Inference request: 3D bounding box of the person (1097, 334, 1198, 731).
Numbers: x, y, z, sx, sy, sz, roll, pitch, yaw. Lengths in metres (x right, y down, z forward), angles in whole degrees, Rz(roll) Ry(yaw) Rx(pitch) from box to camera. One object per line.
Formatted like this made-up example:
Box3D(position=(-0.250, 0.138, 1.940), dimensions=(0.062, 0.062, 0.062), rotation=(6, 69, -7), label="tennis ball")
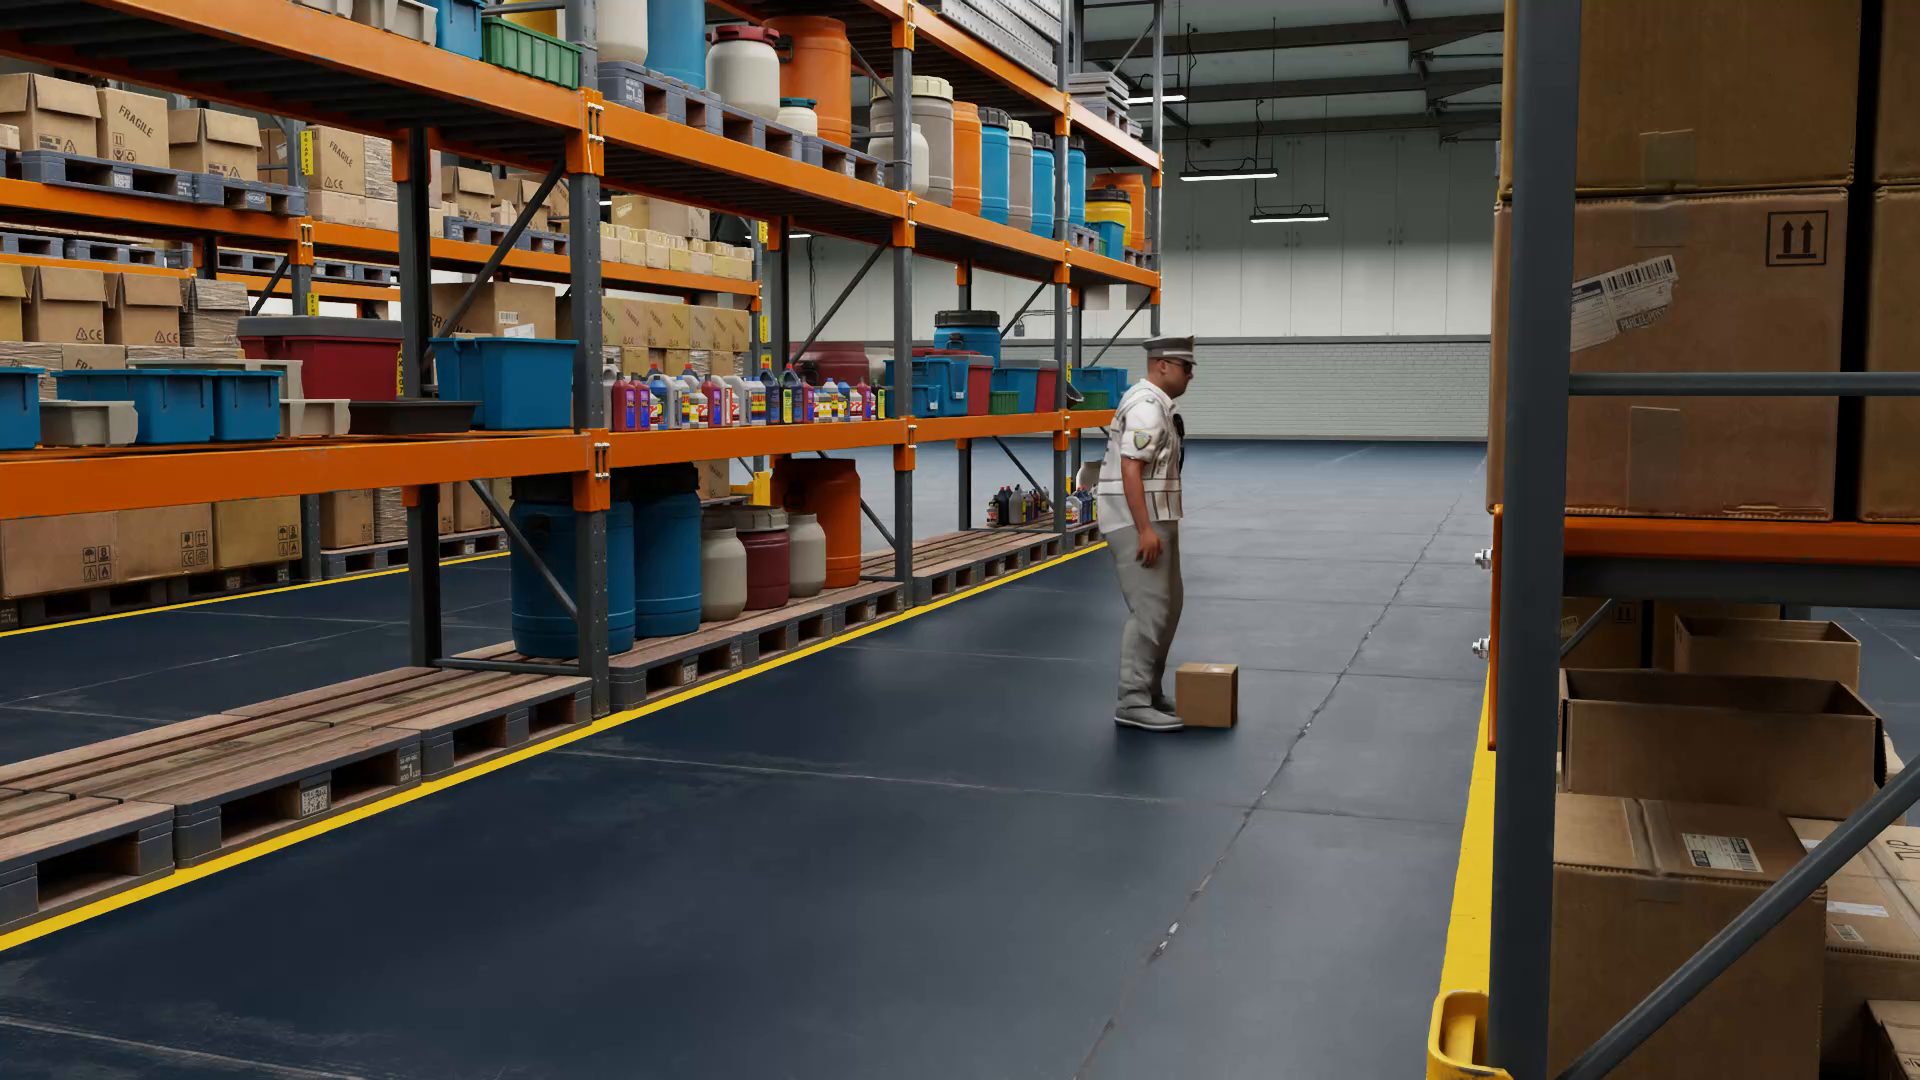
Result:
Box3D(position=(0.848, -0.052, 7.537), dimensions=(0.436, 1.746, 0.588), rotation=(1, 5, 16), label="person")
